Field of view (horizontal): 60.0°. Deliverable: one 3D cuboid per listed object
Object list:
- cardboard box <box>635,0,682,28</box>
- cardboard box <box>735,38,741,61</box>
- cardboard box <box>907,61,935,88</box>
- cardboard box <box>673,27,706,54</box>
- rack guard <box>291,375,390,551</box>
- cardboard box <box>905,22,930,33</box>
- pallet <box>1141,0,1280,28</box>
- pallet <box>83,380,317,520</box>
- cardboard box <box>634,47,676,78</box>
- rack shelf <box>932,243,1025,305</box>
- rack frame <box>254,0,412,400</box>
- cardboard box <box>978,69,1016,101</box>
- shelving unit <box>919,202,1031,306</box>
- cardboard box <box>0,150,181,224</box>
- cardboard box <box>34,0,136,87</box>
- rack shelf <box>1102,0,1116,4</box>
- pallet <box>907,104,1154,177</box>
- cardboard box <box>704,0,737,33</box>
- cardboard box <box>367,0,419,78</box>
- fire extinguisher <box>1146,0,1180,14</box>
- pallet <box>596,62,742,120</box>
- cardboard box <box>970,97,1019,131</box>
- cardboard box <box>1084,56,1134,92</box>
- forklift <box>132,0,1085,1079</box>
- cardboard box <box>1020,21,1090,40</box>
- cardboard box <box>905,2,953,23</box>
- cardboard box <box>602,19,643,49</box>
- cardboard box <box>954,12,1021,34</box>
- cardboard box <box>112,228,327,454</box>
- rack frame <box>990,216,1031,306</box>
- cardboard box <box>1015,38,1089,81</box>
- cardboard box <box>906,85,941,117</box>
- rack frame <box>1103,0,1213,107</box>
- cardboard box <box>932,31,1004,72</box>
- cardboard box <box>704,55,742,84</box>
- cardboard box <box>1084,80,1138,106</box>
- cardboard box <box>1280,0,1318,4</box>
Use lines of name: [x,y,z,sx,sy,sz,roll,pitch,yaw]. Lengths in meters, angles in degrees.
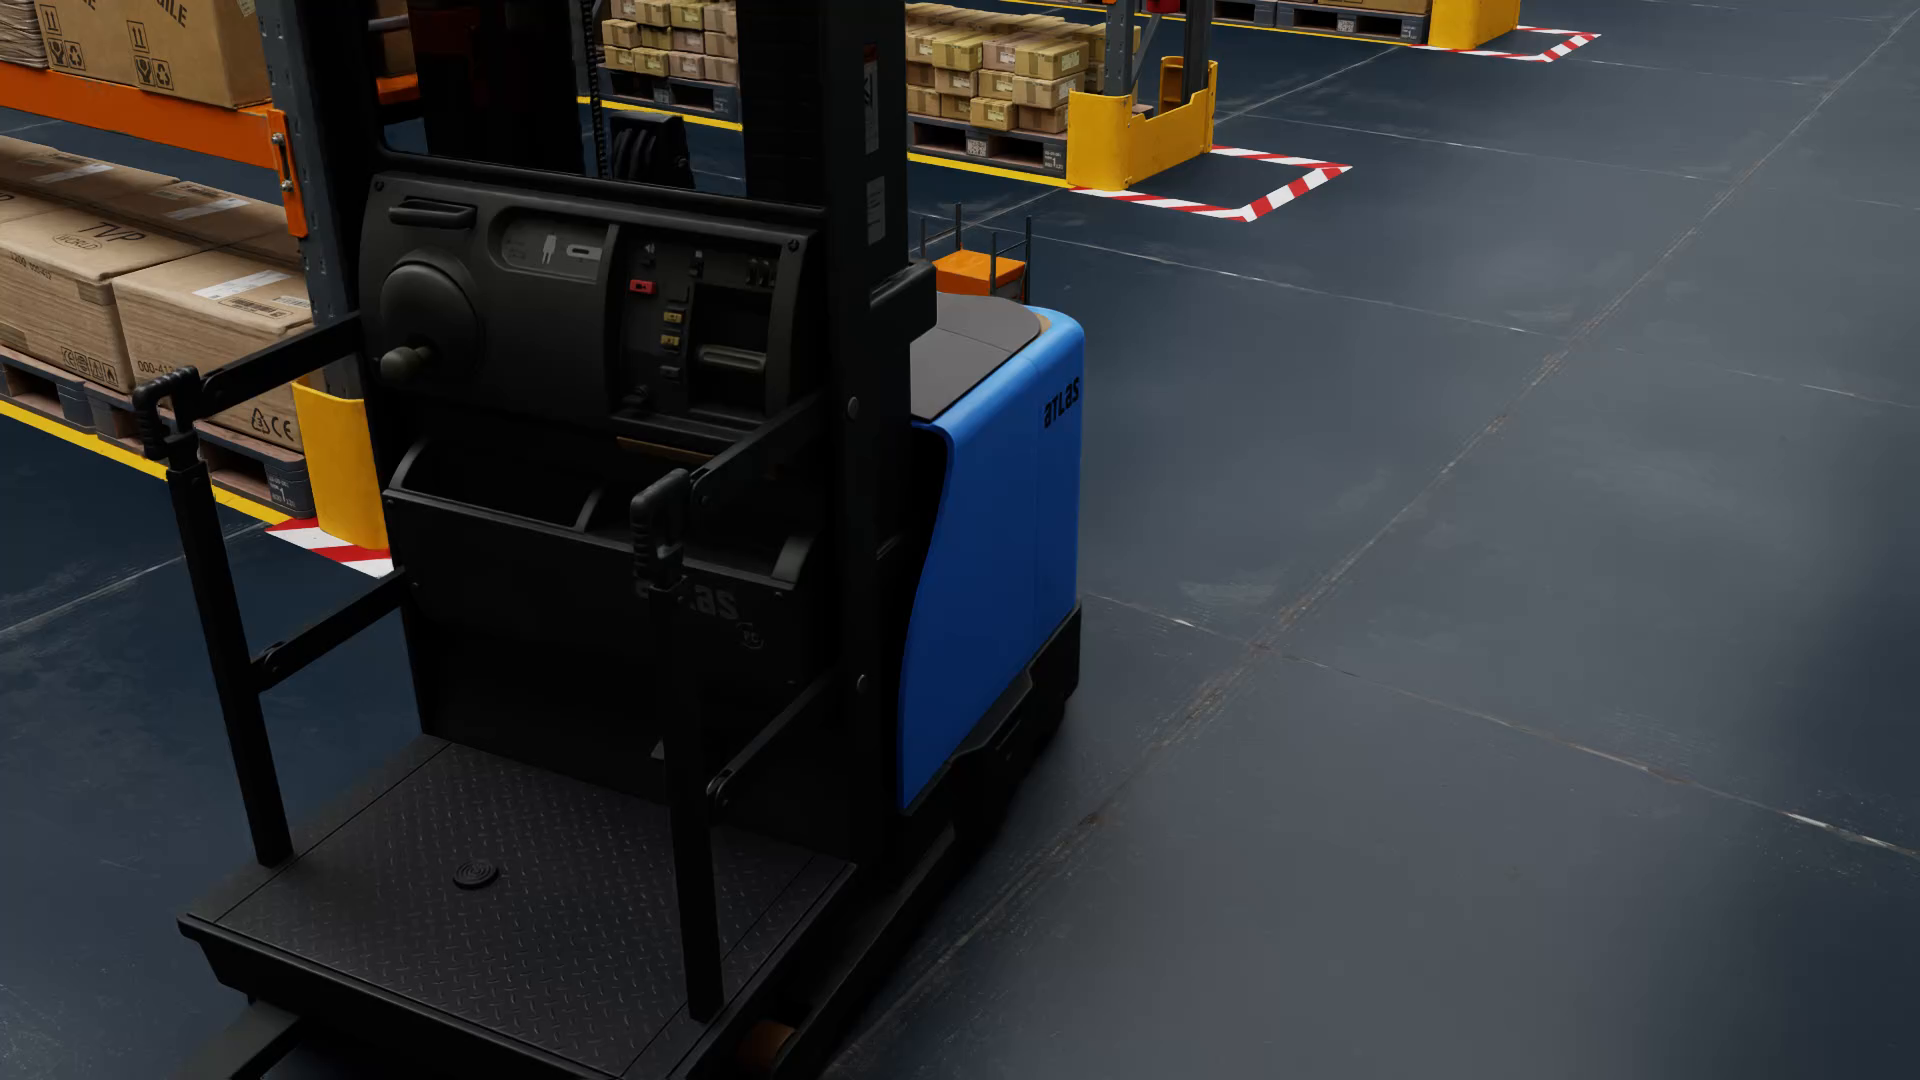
cardboard box: [-1.848,-3.387,10.622,0.250,0.149,0.380,19,33,33]
cardboard box: [-1.175,-3.070,10.328,0.250,0.149,0.380,19,33,33]
cardboard box: [-0.100,-2.755,9.709,0.250,0.149,0.380,17,31,30]
cardboard box: [-1.610,-3.220,10.622,0.250,0.149,0.380,17,32,30]
rack guard: [-1.610,-0.440,5.564,0.348,0.500,1.175,17,32,30]
cardboard box: [-0.381,-2.903,9.672,0.250,0.149,0.380,19,32,32]
pallet: [2.276,-4.512,13.884,1.213,0.211,1.003,17,32,30]
pallet: [-2.333,-0.494,5.987,1.213,0.211,1.003,17,32,30]
cardboard box: [-1.870,-3.099,10.712,0.250,0.149,0.380,18,32,32]
rack shelf: [0.044,-0.698,4.861,0.240,0.259,0.215,17,32,30]
rack frame: [-1.630,-1.560,5.009,0.127,3.000,1.000,17,32,30]
cardboard box: [0.308,-2.602,9.408,0.250,0.149,0.380,16,31,29]
shelving unit: [0.044,-0.454,4.985,0.252,1.050,0.215,17,32,30]
cardboard box: [-3.732,-1.202,6.666,0.875,0.438,0.875,16,31,29]
cardboard box: [-2.583,-1.764,5.299,0.500,0.500,0.500,17,31,29]
rack shelf: [-0.559,-3.630,9.869,4.000,0.370,1.077,17,32,30]
pallet: [0.377,-2.435,9.803,1.213,0.211,1.003,17,32,30]
cardboard box: [-1.384,-3.282,10.416,0.250,0.149,0.380,16,31,29]
cardboard box: [-1.863,-1.835,5.439,0.500,0.500,0.500,17,32,30]
fire extinguisher: [1.036,-2.999,8.332,0.183,0.674,0.296,17,32,30]
pallet: [-1.634,-3.062,11.034,1.213,0.211,1.003,17,32,30]
cardboard box: [0.268,-2.439,9.415,0.250,0.149,0.380,18,32,32]
cardboard box: [0.803,-2.717,9.633,0.250,0.149,0.380,19,32,32]
forklift: [-0.772,-0.378,2.762,1.130,2.935,3.031,12,29,22]
cardboard box: [0.554,-2.906,9.677,0.250,0.149,0.380,18,32,31]
cardboard box: [-0.246,-3.211,10.276,0.250,0.149,0.380,18,32,31]
cardboard box: [-2.090,-3.300,10.780,0.250,0.149,0.380,19,33,33]
cardboard box: [0.168,-3.051,9.963,0.250,0.149,0.380,16,31,28]
cardboard box: [-2.231,-0.738,5.754,0.875,0.438,0.875,16,31,29]
rack frame: [0.145,-0.423,4.923,0.008,1.050,0.200,17,32,30]
cardboard box: [0.509,-2.660,9.194,0.250,0.149,0.380,18,32,31]
cardboard box: [-0.112,-2.597,9.727,0.250,0.149,0.380,18,32,31]
rack frame: [1.089,-3.437,8.696,0.127,3.000,1.000,17,32,30]
cardboard box: [0.049,-2.765,9.400,0.250,0.149,0.380,17,31,29]
cardboard box: [-1.399,-3.008,10.533,0.250,0.149,0.380,17,31,29]
cardboard box: [0.839,-2.608,9.747,0.250,0.149,0.380,18,32,31]
cardboard box: [2.658,-4.874,13.399,0.875,0.875,0.875,17,32,30]
